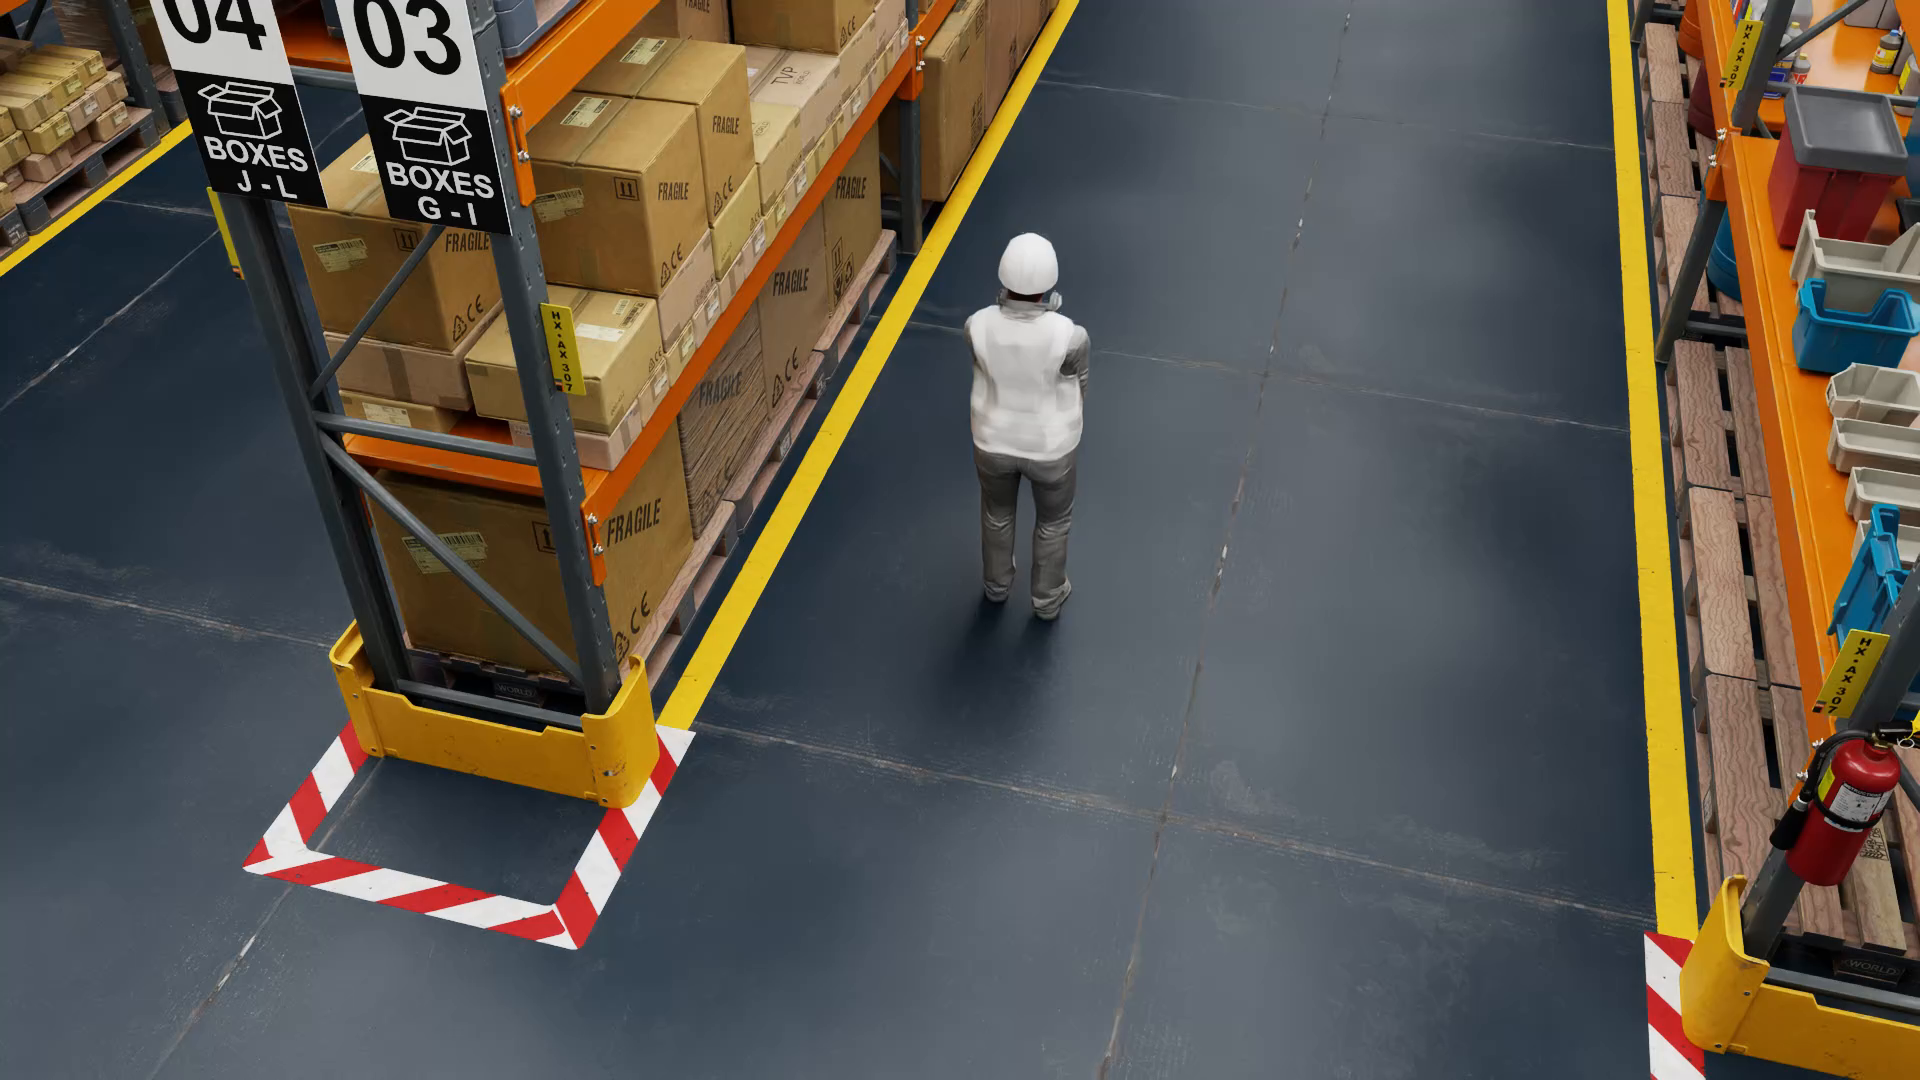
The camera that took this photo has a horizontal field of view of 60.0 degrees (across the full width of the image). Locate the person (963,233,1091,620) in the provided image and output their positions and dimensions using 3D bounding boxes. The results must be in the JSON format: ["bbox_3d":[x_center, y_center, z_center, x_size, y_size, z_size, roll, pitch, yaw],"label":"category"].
[{"bbox_3d":[0.268,-0.471,6.689,0.494,1.772,0.557,9,42,11],"label":"person"}]
